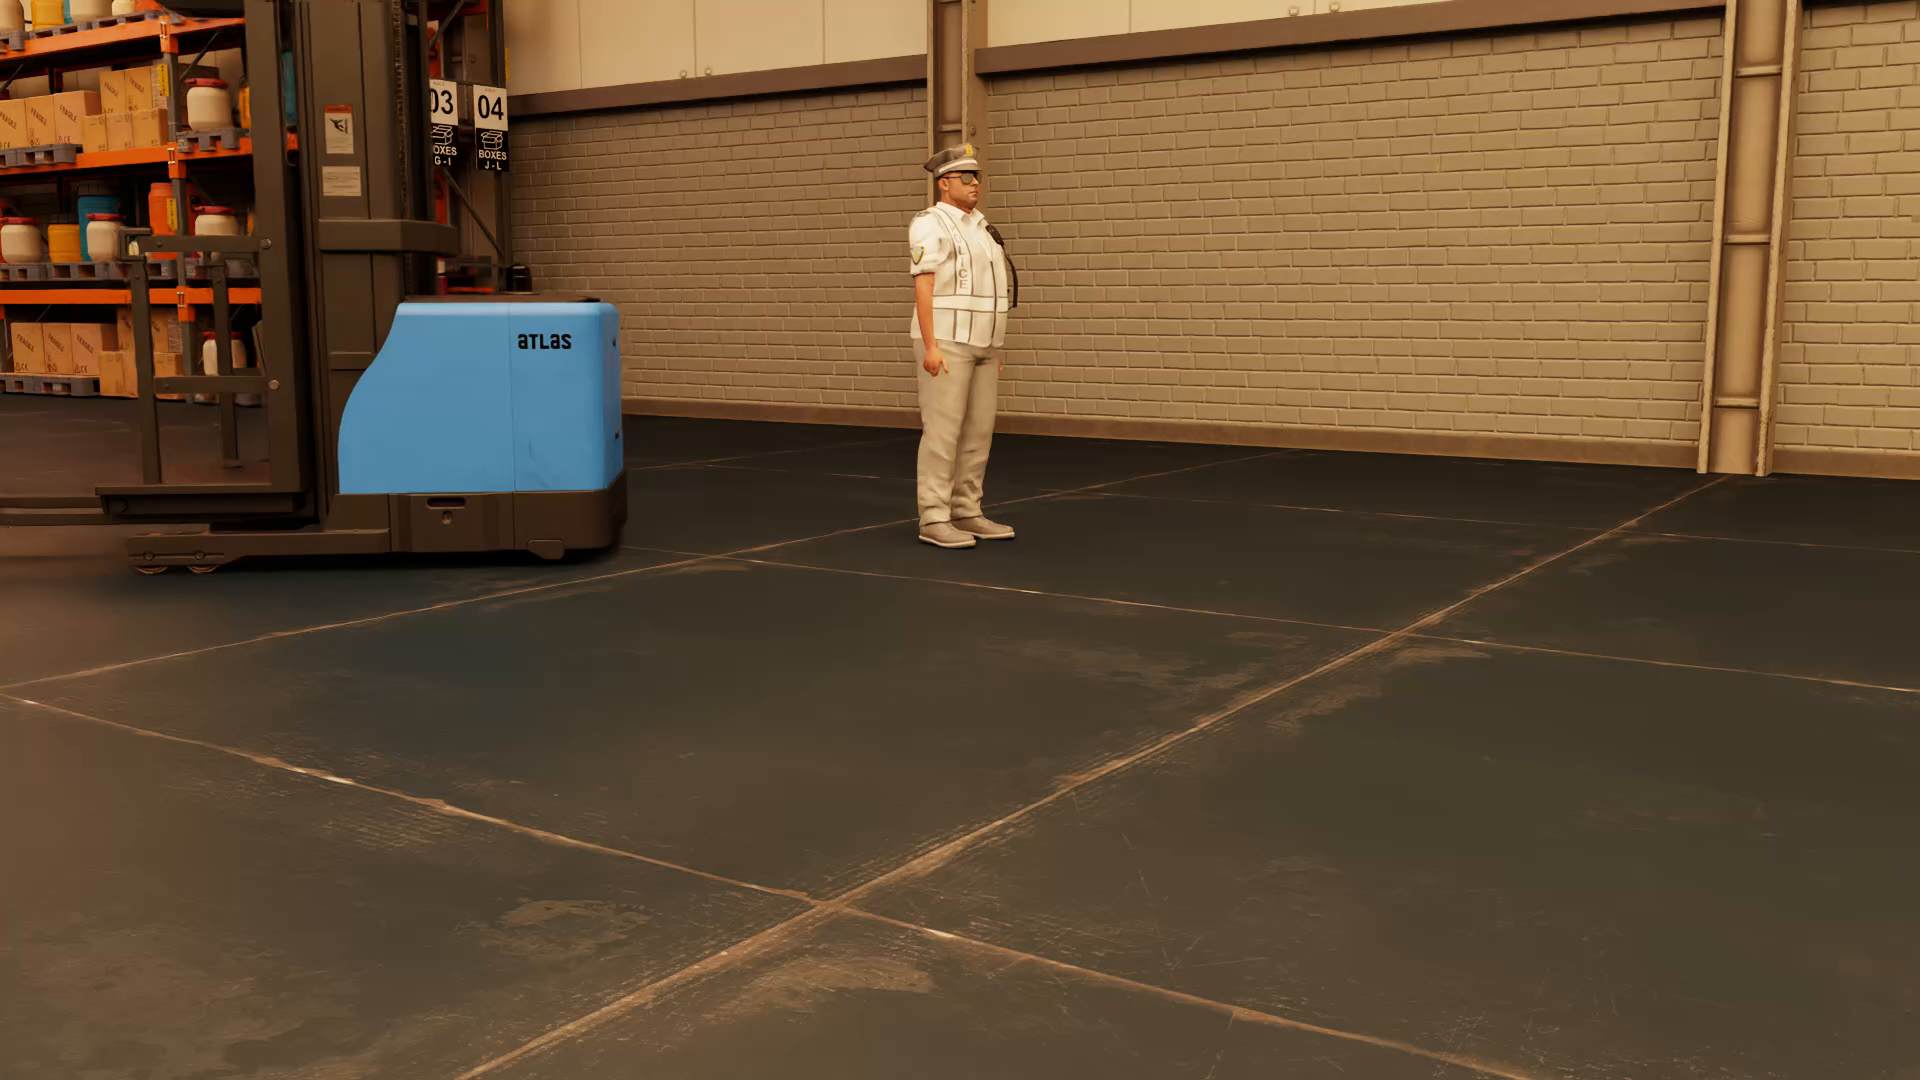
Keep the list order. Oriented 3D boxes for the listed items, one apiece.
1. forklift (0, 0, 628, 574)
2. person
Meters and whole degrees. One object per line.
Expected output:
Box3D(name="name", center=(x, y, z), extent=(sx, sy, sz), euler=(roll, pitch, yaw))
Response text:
Box3D(name="forklift", center=(-3.009, -1.393, 6.987), extent=(3.031, 2.935, 1.130), euler=(-1, 8, -7))
Box3D(name="person", center=(0.008, -0.877, 7.481), extent=(0.407, 1.776, 0.526), euler=(5, 10, 34))
